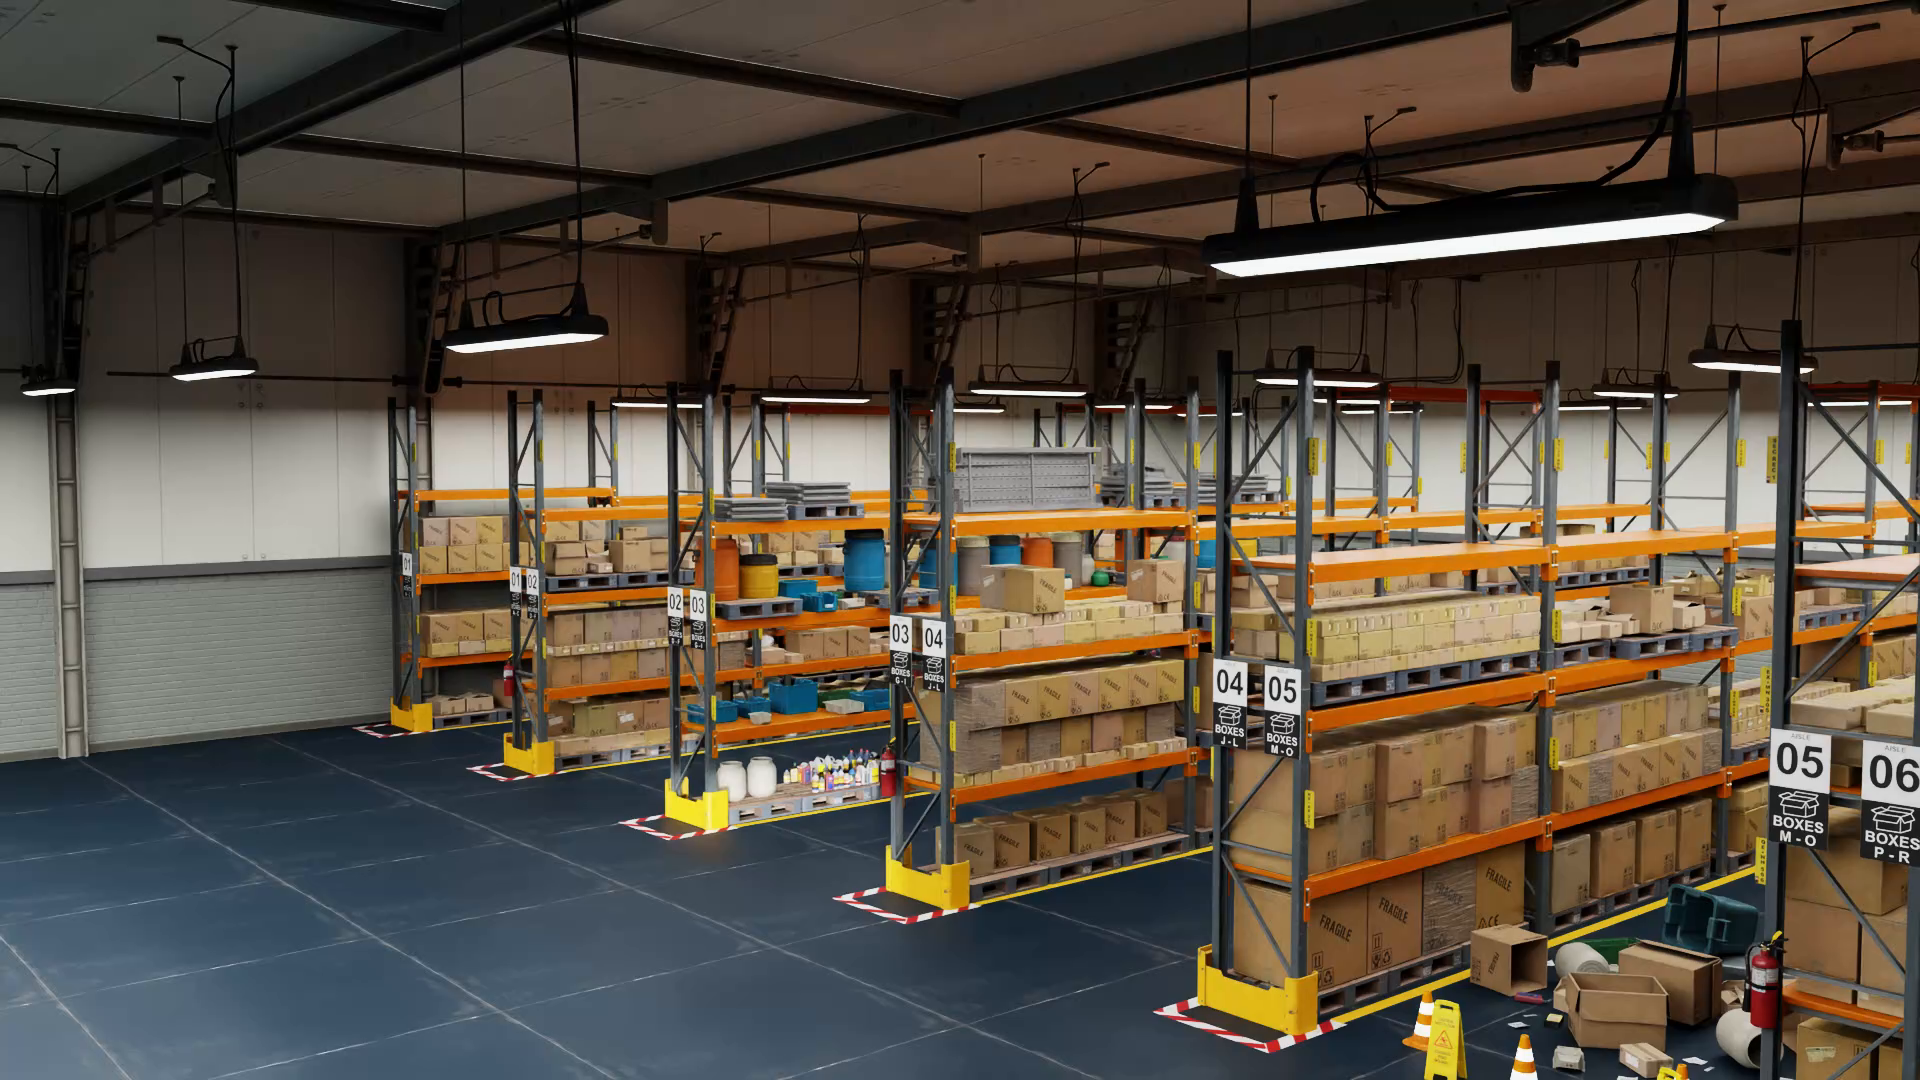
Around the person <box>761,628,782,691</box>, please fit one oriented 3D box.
[{"bbox_3d":[-3.672,2.432,31.585,0.515,1.764,0.596,-2,4,-31],"label":"person"}]
